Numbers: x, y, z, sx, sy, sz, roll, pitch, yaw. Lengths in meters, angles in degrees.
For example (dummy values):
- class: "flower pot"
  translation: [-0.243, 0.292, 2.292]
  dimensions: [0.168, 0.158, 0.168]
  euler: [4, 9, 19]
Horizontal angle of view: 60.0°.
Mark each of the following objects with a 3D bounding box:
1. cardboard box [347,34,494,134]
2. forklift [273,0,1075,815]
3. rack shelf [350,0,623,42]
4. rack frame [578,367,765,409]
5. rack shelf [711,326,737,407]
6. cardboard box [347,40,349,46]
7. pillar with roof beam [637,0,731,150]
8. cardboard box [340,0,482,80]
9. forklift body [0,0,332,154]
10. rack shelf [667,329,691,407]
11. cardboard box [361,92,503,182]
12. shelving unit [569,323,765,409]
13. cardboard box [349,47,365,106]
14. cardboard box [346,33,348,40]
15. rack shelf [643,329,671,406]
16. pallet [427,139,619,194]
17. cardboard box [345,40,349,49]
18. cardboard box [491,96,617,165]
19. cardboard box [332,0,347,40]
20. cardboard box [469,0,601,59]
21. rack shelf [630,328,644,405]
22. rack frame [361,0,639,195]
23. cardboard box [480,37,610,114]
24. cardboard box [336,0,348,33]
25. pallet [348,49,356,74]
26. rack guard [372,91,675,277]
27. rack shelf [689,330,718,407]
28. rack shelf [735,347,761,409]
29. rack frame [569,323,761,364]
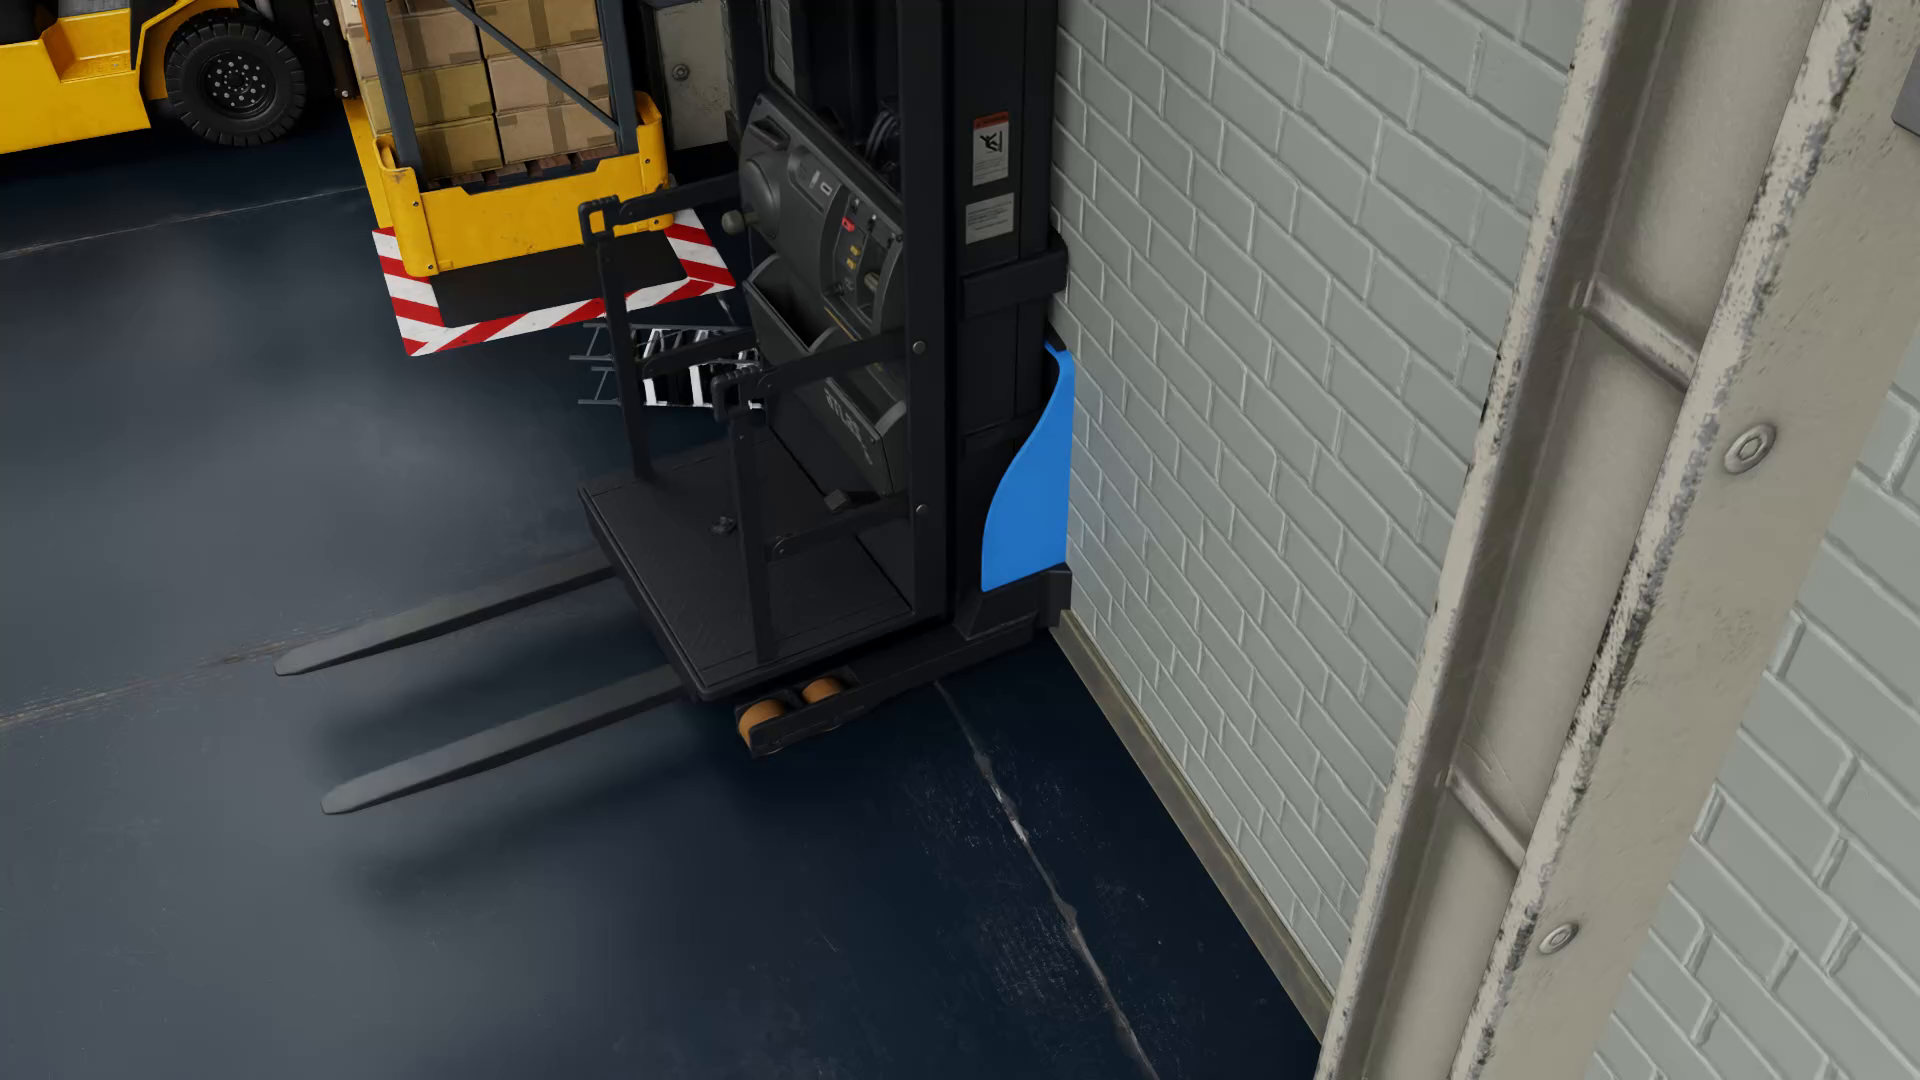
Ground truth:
- class: "cardboard box"
  translation: [-2.340, -2.022, 7.205]
  dimensions: [0.500, 0.250, 0.500]
  euler: [-16, 43, -17]
- class: "forklift"
  translation: [-0.573, -0.862, 4.505]
  dimensions: [3.031, 2.935, 1.130]
  euler: [-20, 45, -22]
- class: "rack shelf"
  translation: [-2.630, -3.433, 7.993]
  dimensions: [1.077, 0.370, 4.000]
  euler: [-15, 43, -17]
- class: "rack frame"
  translation: [-1.003, -0.588, 6.422]
  dimensions: [0.900, 0.006, 0.240]
  euler: [2, 41, 3]
- class: "rack shelf"
  translation: [-0.881, -0.661, 6.350]
  dimensions: [0.077, 0.200, 0.258]
  euler: [2, 41, 3]
- class: "cardboard box"
  translation: [-2.701, -2.427, 8.059]
  dimensions: [0.500, 0.250, 0.500]
  euler: [-15, 43, -16]
- class: "pillar with roof beam"
  translation: [-5.276, -4.346, 3.902]
  dimensions: [9.100, 9.000, 0.400]
  euler: [-15, 43, -17]
- class: "cardboard box"
  translation: [-2.329, -2.196, 7.023]
  dimensions: [0.500, 0.250, 0.500]
  euler: [-14, 43, -15]
- class: "forklift body"
  translation: [-4.276, -2.866, 7.434]
  dimensions: [2.313, 2.155, 1.214]
  euler: [-15, 43, -17]
- class: "rack shelf"
  translation: [-1.061, -0.666, 6.359]
  dimensions: [0.077, 0.200, 0.258]
  euler: [2, 41, 3]
- class: "cardboard box"
  translation: [-2.336, -1.822, 7.355]
  dimensions: [0.500, 0.250, 0.500]
  euler: [-15, 43, -17]
- class: "shelving unit"
  translation: [-1.004, -0.665, 6.356]
  dimensions: [0.900, 0.210, 0.258]
  euler: [2, 41, 3]
- class: "cardboard box"
  translation: [-2.518, -2.124, 7.706]
  dimensions: [0.500, 0.250, 0.500]
  euler: [-15, 43, -17]
- class: "cardboard box"
  translation: [-2.521, -2.327, 7.559]
  dimensions: [0.500, 0.250, 0.500]
  euler: [-16, 43, -17]
- class: "rack shelf"
  translation: [-1.151, -0.669, 6.363]
  dimensions: [0.077, 0.200, 0.258]
  euler: [2, 41, 3]
- class: "pallet"
  translation: [-2.196, -1.894, 7.790]
  dimensions: [1.003, 0.211, 1.213]
  euler: [-15, 43, -17]
- class: "cardboard box"
  translation: [-2.920, -2.735, 8.416]
  dimensions: [0.500, 0.250, 0.500]
  euler: [-14, 43, -16]
- class: "cardboard box"
  translation: [-1.872, -1.962, 7.518]
  dimensions: [0.500, 0.250, 0.500]
  euler: [-15, 43, -17]
- class: "cardboard box"
  translation: [-2.738, -2.633, 7.915]
  dimensions: [0.500, 0.250, 0.500]
  euler: [-16, 43, -18]
- class: "cardboard box"
  translation: [-1.873, -2.334, 7.183]
  dimensions: [0.500, 0.250, 0.500]
  euler: [-16, 43, -18]
- class: "rack shelf"
  translation: [-1.241, -0.672, 6.367]
  dimensions: [0.077, 0.200, 0.258]
  euler: [2, 41, 3]
- class: "rack frame"
  translation: [-1.864, -2.501, 6.358]
  dimensions: [1.000, 3.000, 0.127]
  euler: [-15, 43, -17]
- class: "cardboard box"
  translation: [-1.852, -2.142, 7.344]
  dimensions: [0.500, 0.250, 0.500]
  euler: [-14, 43, -16]
- class: "cardboard box"
  translation: [-2.530, -2.503, 7.379]
  dimensions: [0.500, 0.250, 0.500]
  euler: [-14, 43, -16]
- class: "pallet"
  translation: [-2.659, -2.628, 8.644]
  dimensions: [1.003, 0.211, 1.213]
  euler: [-15, 43, -17]
- class: "rack guard"
  translation: [-1.855, -1.539, 7.156]
  dimensions: [1.175, 0.500, 0.348]
  euler: [-15, 43, -17]
- class: "rack shelf"
  translation: [-0.971, -0.664, 6.354]
  dimensions: [0.077, 0.200, 0.258]
  euler: [2, 41, 3]
- class: "rack shelf"
  translation: [-0.791, -0.658, 6.345]
  dimensions: [0.077, 0.200, 0.258]
  euler: [2, 41, 3]
- class: "rack frame"
  translation: [-1.005, -0.742, 6.290]
  dimensions: [0.900, 0.006, 0.240]
  euler: [2, 41, 3]
